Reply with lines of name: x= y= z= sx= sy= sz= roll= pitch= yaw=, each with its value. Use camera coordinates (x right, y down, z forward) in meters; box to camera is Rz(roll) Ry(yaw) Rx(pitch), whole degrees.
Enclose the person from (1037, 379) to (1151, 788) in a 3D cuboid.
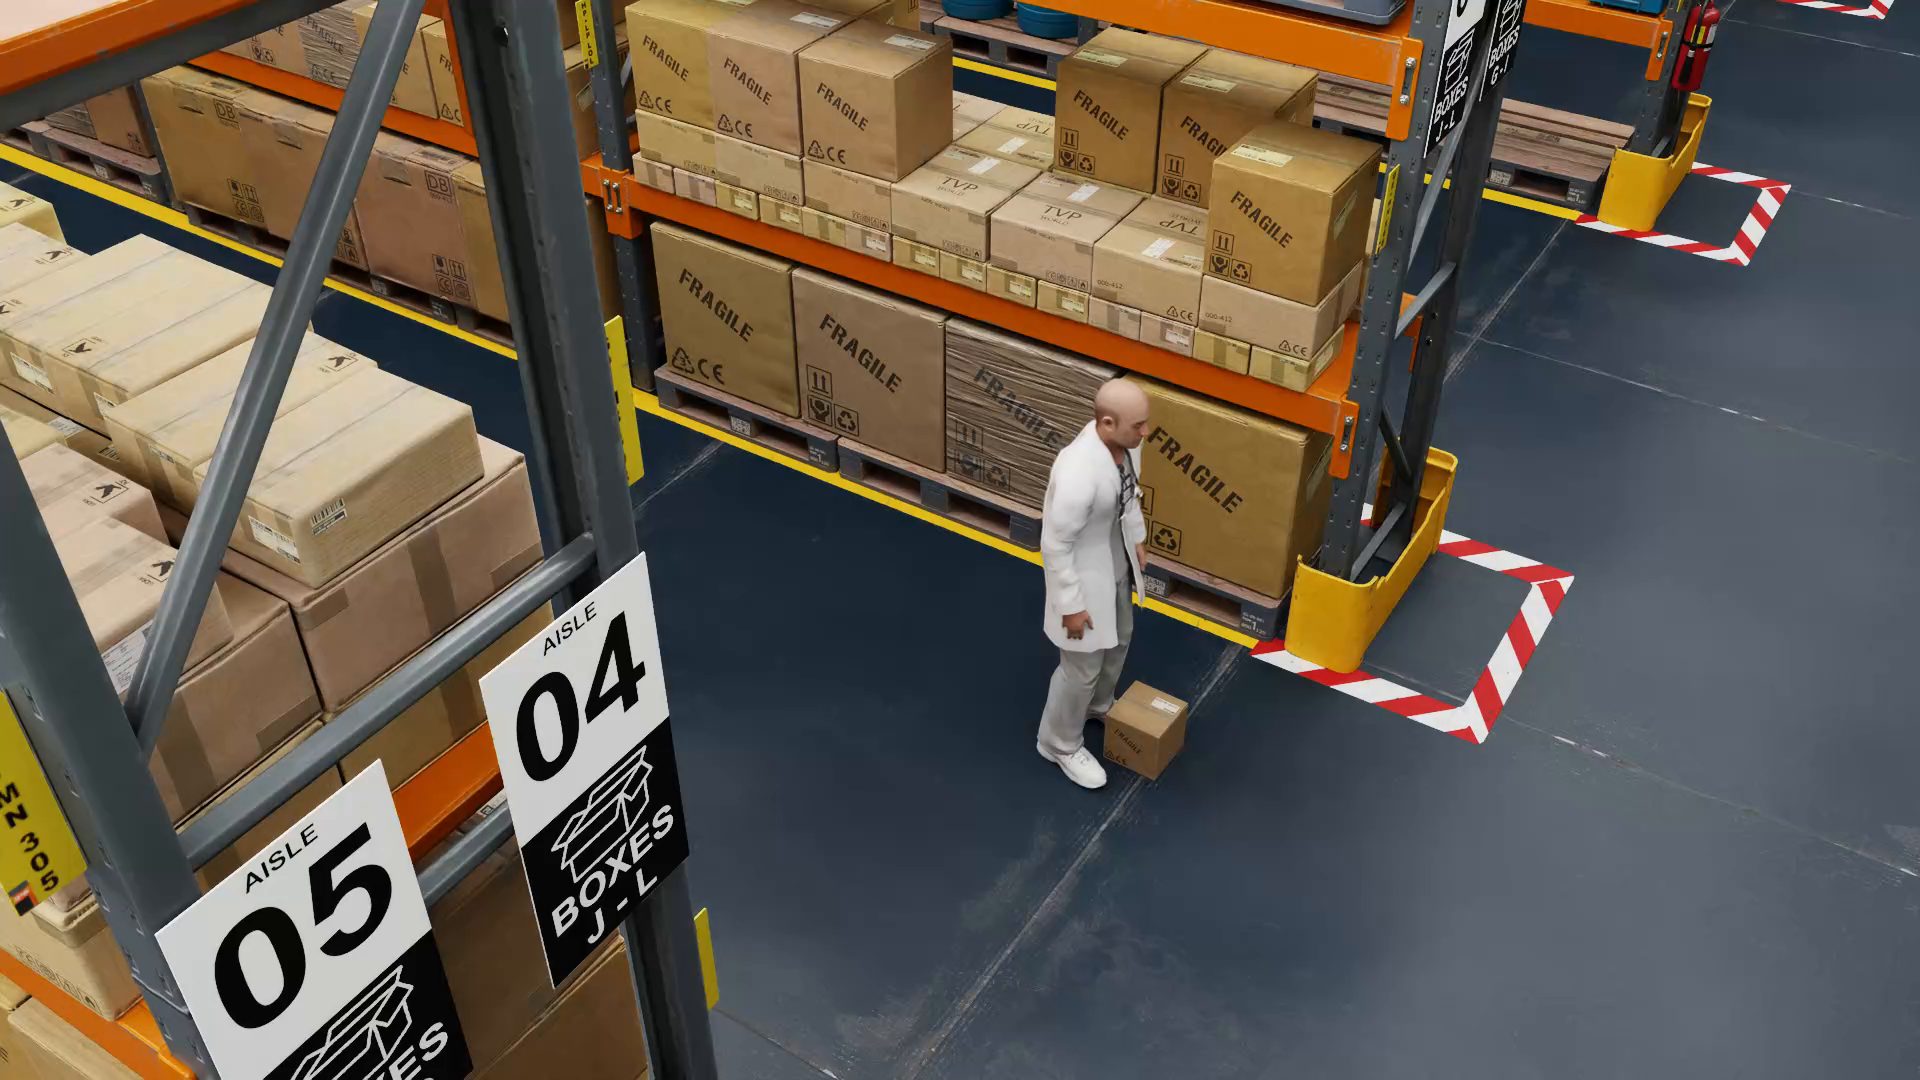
person: x=0.540 y=0.131 z=6.524 sx=0.427 sy=1.774 sz=0.644 roll=21 pitch=43 yaw=25
